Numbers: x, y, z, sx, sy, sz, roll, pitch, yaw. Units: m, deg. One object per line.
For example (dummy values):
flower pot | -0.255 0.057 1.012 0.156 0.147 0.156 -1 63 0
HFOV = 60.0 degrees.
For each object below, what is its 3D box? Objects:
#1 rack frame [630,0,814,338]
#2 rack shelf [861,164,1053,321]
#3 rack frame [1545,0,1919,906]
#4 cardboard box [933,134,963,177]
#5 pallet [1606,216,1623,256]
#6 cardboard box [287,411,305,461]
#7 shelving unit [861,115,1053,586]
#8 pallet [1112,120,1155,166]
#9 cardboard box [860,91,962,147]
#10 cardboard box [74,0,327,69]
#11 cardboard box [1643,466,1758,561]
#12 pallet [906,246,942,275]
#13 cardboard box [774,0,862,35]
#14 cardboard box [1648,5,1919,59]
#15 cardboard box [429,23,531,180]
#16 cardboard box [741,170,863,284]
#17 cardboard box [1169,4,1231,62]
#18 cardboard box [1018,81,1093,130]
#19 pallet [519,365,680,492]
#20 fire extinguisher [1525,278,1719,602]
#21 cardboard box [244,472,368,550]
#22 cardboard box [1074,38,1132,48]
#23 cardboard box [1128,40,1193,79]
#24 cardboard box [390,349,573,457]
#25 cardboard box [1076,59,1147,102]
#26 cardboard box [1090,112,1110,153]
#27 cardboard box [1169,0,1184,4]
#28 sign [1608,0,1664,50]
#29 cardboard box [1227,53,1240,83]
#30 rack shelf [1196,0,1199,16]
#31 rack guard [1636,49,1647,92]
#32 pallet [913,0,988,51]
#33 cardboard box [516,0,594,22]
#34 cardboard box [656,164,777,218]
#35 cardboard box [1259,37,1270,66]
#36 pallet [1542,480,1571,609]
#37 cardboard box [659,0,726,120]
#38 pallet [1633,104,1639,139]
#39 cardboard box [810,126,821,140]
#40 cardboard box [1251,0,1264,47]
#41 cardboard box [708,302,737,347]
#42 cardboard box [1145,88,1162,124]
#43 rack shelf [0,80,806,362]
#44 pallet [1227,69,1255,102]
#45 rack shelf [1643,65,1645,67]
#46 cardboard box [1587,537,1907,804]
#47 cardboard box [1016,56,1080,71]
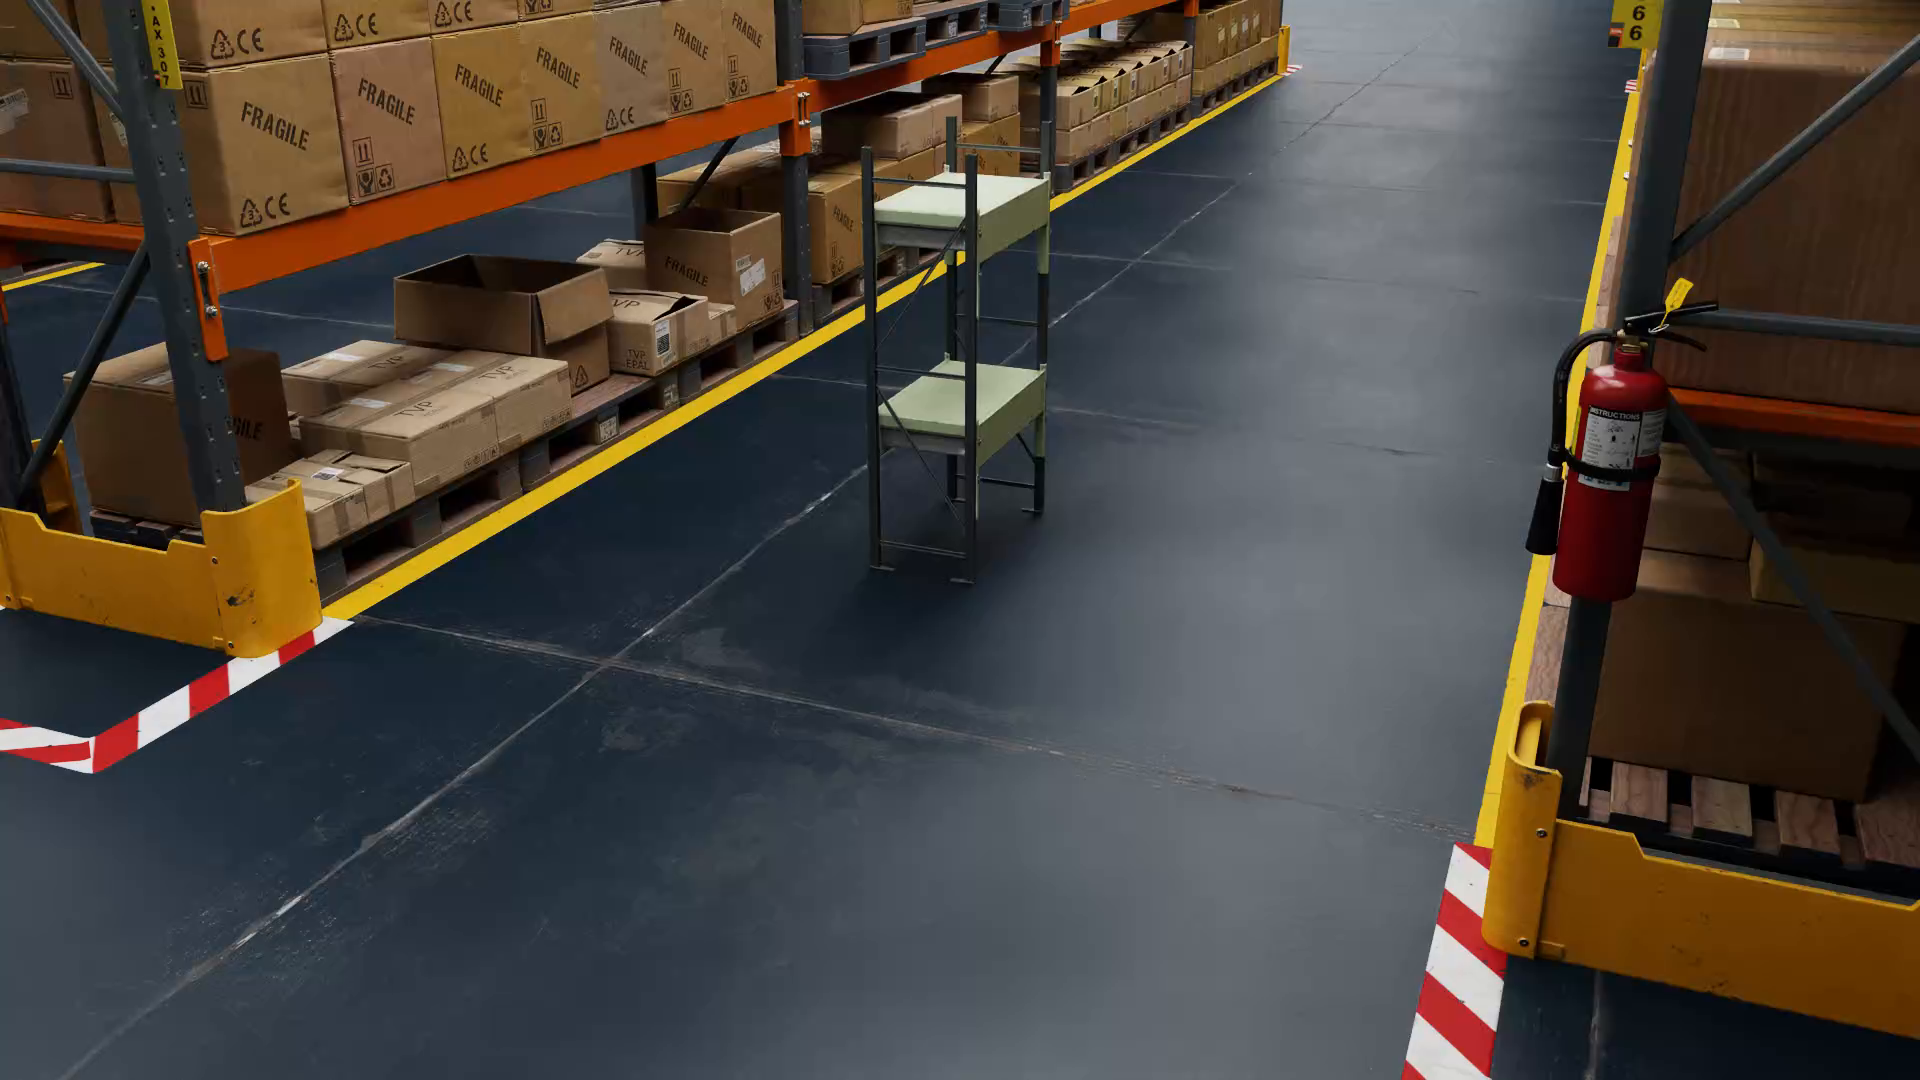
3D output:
rack frame | -1.270 -2.545 8.451 1.000 3.000 0.127 9 24 20
rack shelf | 0.002 -1.055 5.816 0.431 0.370 0.720 9 24 20
rack frame | 1.845 -0.406 3.329 1.000 3.000 0.127 9 24 20
cardboard box | -0.295 -2.284 10.498 0.500 0.500 0.500 8 24 18
pallet | 4.454 -1.710 10.071 1.003 0.211 1.213 9 24 20
cardboard box | -2.549 -0.371 6.352 0.380 0.166 0.250 9 24 20
shelving unit | 0.002 -0.694 5.967 0.431 1.500 0.755 9 24 20
pallet | 1.012 -3.414 14.149 1.003 0.211 1.213 9 24 20
cardboard box | -0.307 -2.616 10.321 0.500 0.250 0.500 8 24 19
cardboard box | -2.346 -1.742 5.102 0.500 0.500 0.500 10 25 22
cardboard box | 1.890 -0.082 4.412 0.380 0.149 0.250 8 24 19
pallet | -0.551 -1.993 10.747 1.003 0.211 1.213 9 24 20
cardboard box | -0.886 -2.922 8.680 0.700 0.500 0.500 1 23 2
cardboard box | 2.285 -0.990 4.339 0.980 0.700 0.700 9 24 20
cardboard box | -1.970 -1.645 6.167 0.500 0.500 0.500 9 24 20
cardboard box | -0.864 -1.733 9.179 0.500 0.500 0.500 8 24 18
cardboard box | 2.343 -4.980 16.330 0.500 0.500 0.500 9 24 20
cardboard box | 0.683 -3.305 12.567 0.500 0.311 0.500 10 25 22
pallet | -1.978 -0.574 7.351 1.003 0.211 1.213 9 24 20
fire extinguisher | 1.360 -0.210 3.445 0.296 0.674 0.183 9 24 20
cardboard box | -2.281 -0.102 5.730 0.380 0.149 0.250 9 24 20
cardboard box | 1.317 -4.479 15.377 0.500 0.311 0.500 9 24 20
cardboard box | 1.817 -4.406 15.200 0.500 0.311 0.500 9 24 20
cardboard box | -1.919 -0.560 6.694 0.500 0.250 0.500 9 24 20
cardboard box | 1.252 -3.861 13.896 0.500 0.311 0.500 8 24 19
cardboard box | 0.869 -3.227 13.106 0.500 0.250 0.500 8 24 19
cardboard box | 2.050 -5.233 16.935 0.500 0.500 0.500 9 24 20
sign | 1.346 -1.132 3.258 0.100 0.325 0.005 9 24 20
cardboard box | 2.536 -4.812 16.900 0.500 0.250 0.500 9 24 20
rack shelf | 2.444 -5.791 17.157 1.077 0.370 4.000 9 24 20
rack guard | 7.760 -4.951 17.453 1.175 0.500 0.348 9 24 20
pallet | -0.502 -3.191 10.247 1.003 0.211 1.213 9 24 20
cardboard box | -1.781 -2.290 6.415 0.500 0.500 0.500 9 24 20
cardboard box | -1.353 -1.812 9.369 0.500 0.500 0.500 9 24 20
cardboard box | 3.088 -5.349 18.187 0.500 0.250 0.500 9 24 20
pallet | 2.524 0.149 5.620 1.003 0.211 1.213 9 24 20
cardboard box | -1.408 -2.191 7.473 0.500 0.500 0.500 9 24 22
pallet | 6.519 -3.659 14.735 1.003 0.211 1.213 9 24 20
cardboard box | -0.788 -2.349 10.655 0.500 0.500 0.500 8 24 18
cardboard box | 2.907 -5.516 17.613 0.500 0.500 0.500 9 24 20
cardboard box | -1.302 -1.045 7.988 0.380 0.149 0.250 9 24 20
cardboard box | 1.437 -3.779 14.428 0.500 0.250 0.500 9 24 21
rack shelf | -2.013 -1.497 6.876 1.077 0.370 4.000 9 24 20
pallet | 2.487 -4.838 17.558 1.003 0.211 1.213 9 24 20
rack shelf | 5.559 -3.652 12.035 1.077 0.370 4.000 9 24 20
cardboard box | 2.012 0.289 4.364 0.700 0.500 0.500 9 24 20
cardboard box | 0.747 -3.929 14.059 0.500 0.311 0.500 9 24 22
